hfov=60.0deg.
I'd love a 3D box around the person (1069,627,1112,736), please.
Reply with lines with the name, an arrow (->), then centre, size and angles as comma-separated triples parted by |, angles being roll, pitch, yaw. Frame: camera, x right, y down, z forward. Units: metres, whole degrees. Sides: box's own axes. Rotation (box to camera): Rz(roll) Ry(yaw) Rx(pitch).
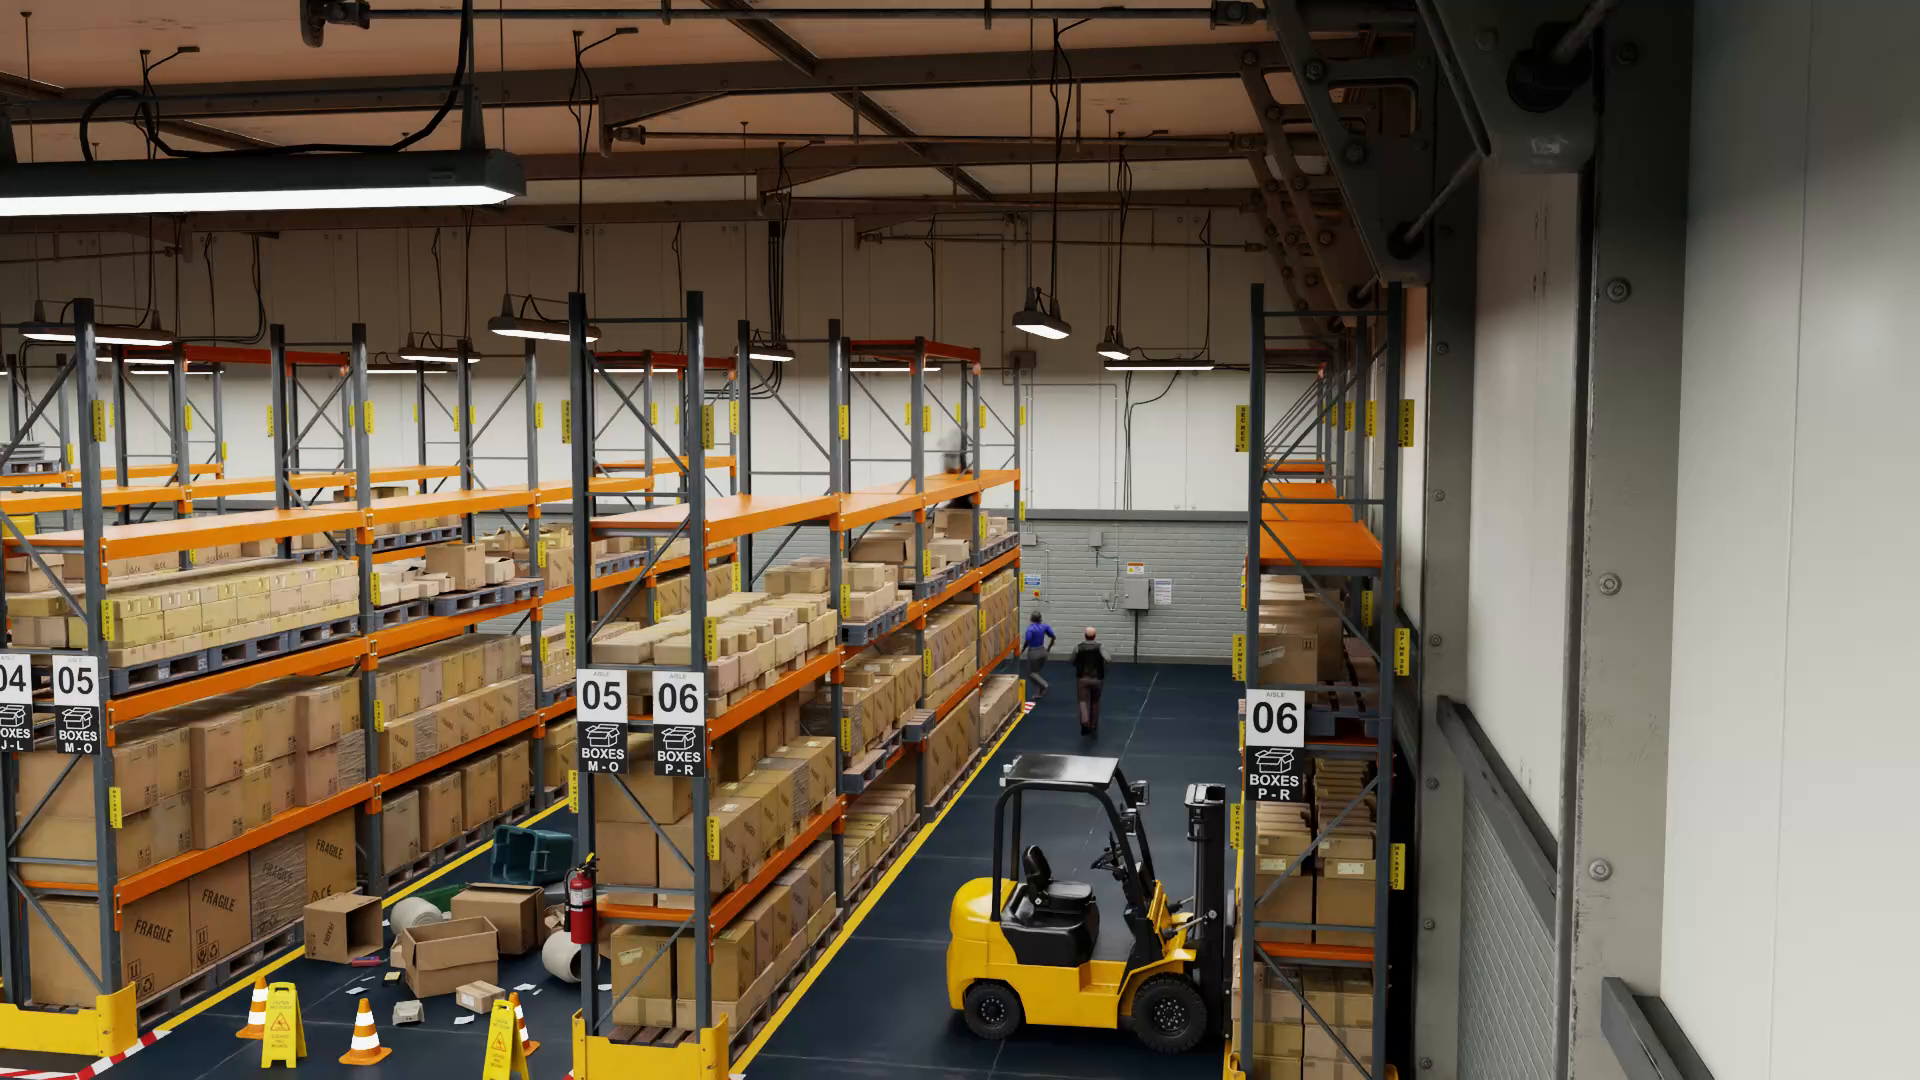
person -> 2.030, 2.199, 25.936 | 0.657, 1.704, 0.971 | 0, 5, 2

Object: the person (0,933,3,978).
person -> -8.572, 3.121, 14.697 | 0.707, 1.733, 0.633 | -1, 5, -10

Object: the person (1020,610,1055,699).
person -> 1.347, 2.031, 29.191 | 0.633, 1.621, 0.592 | -3, 5, -33
